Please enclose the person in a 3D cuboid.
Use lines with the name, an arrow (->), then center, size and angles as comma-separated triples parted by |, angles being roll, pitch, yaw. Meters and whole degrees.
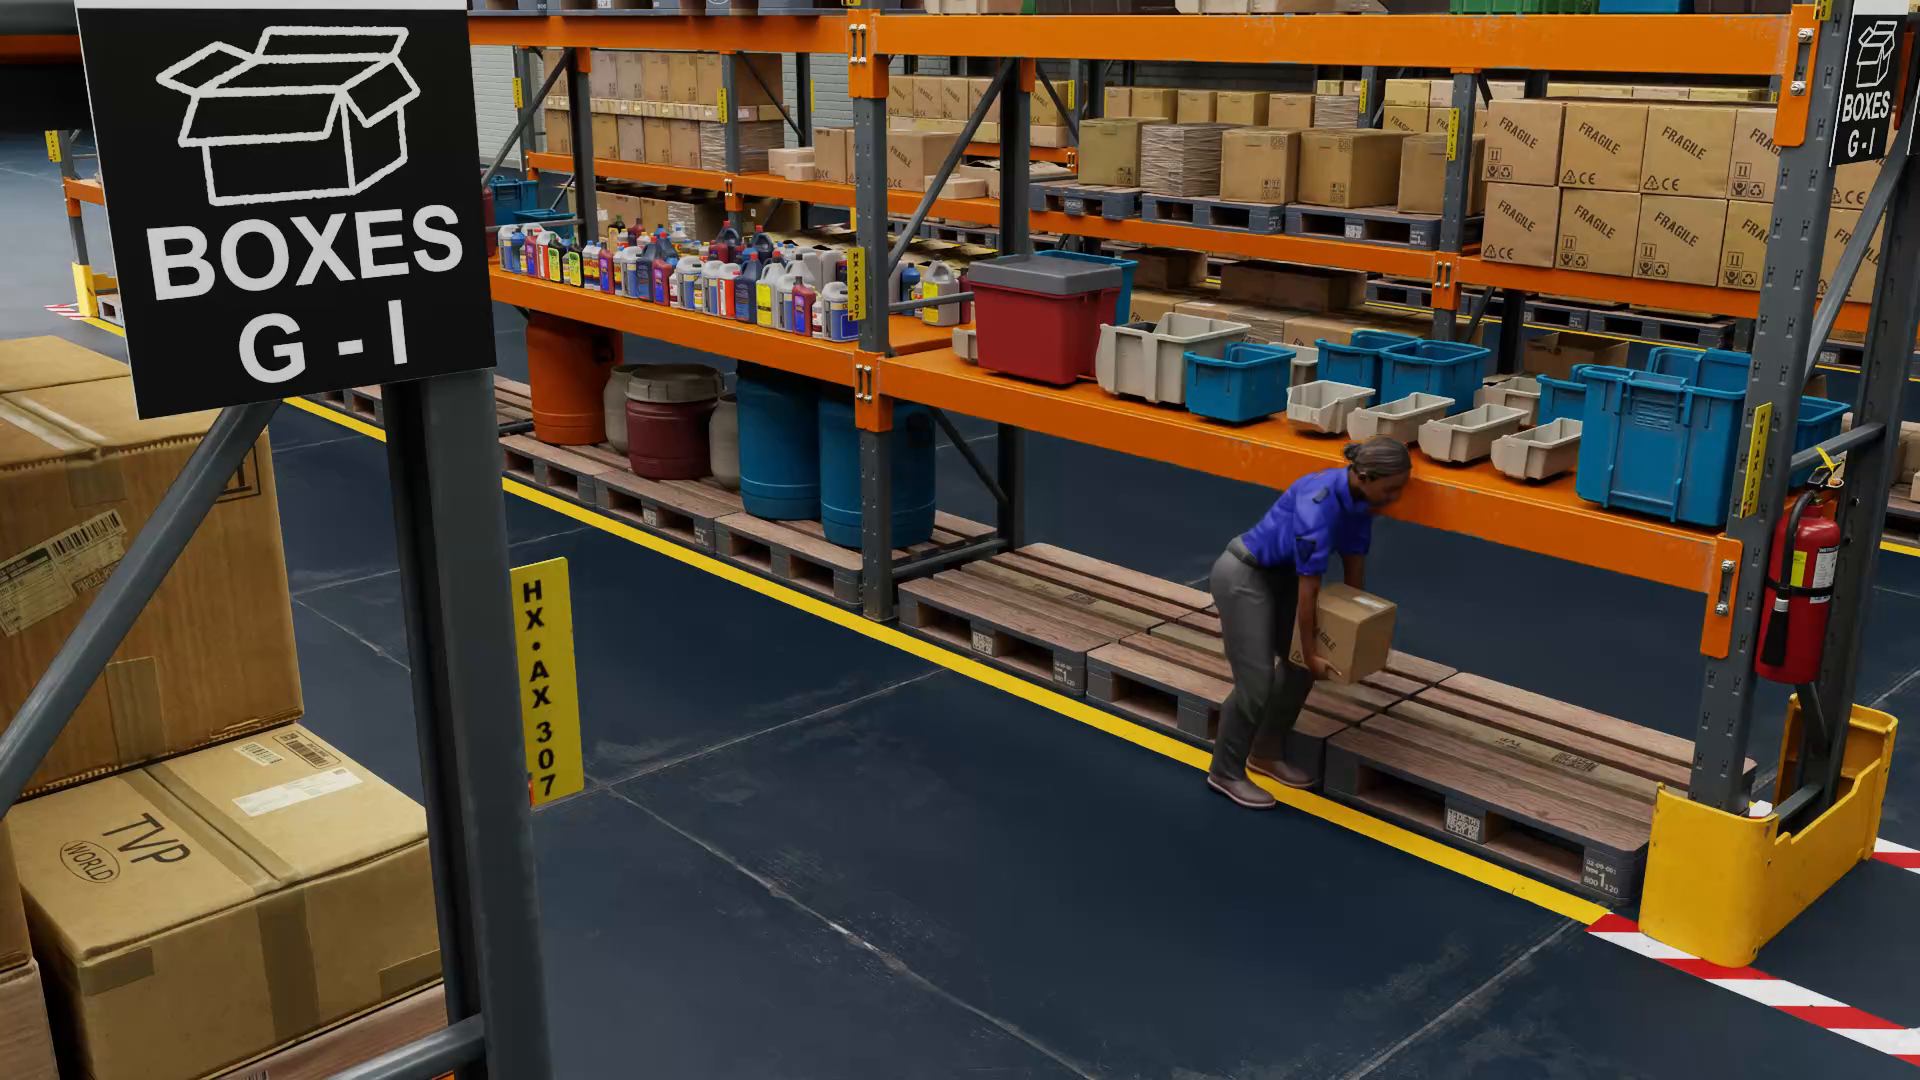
person -> 1.251, 0.288, 6.013 | 0.408, 1.444, 0.710 | -17, 24, -42
